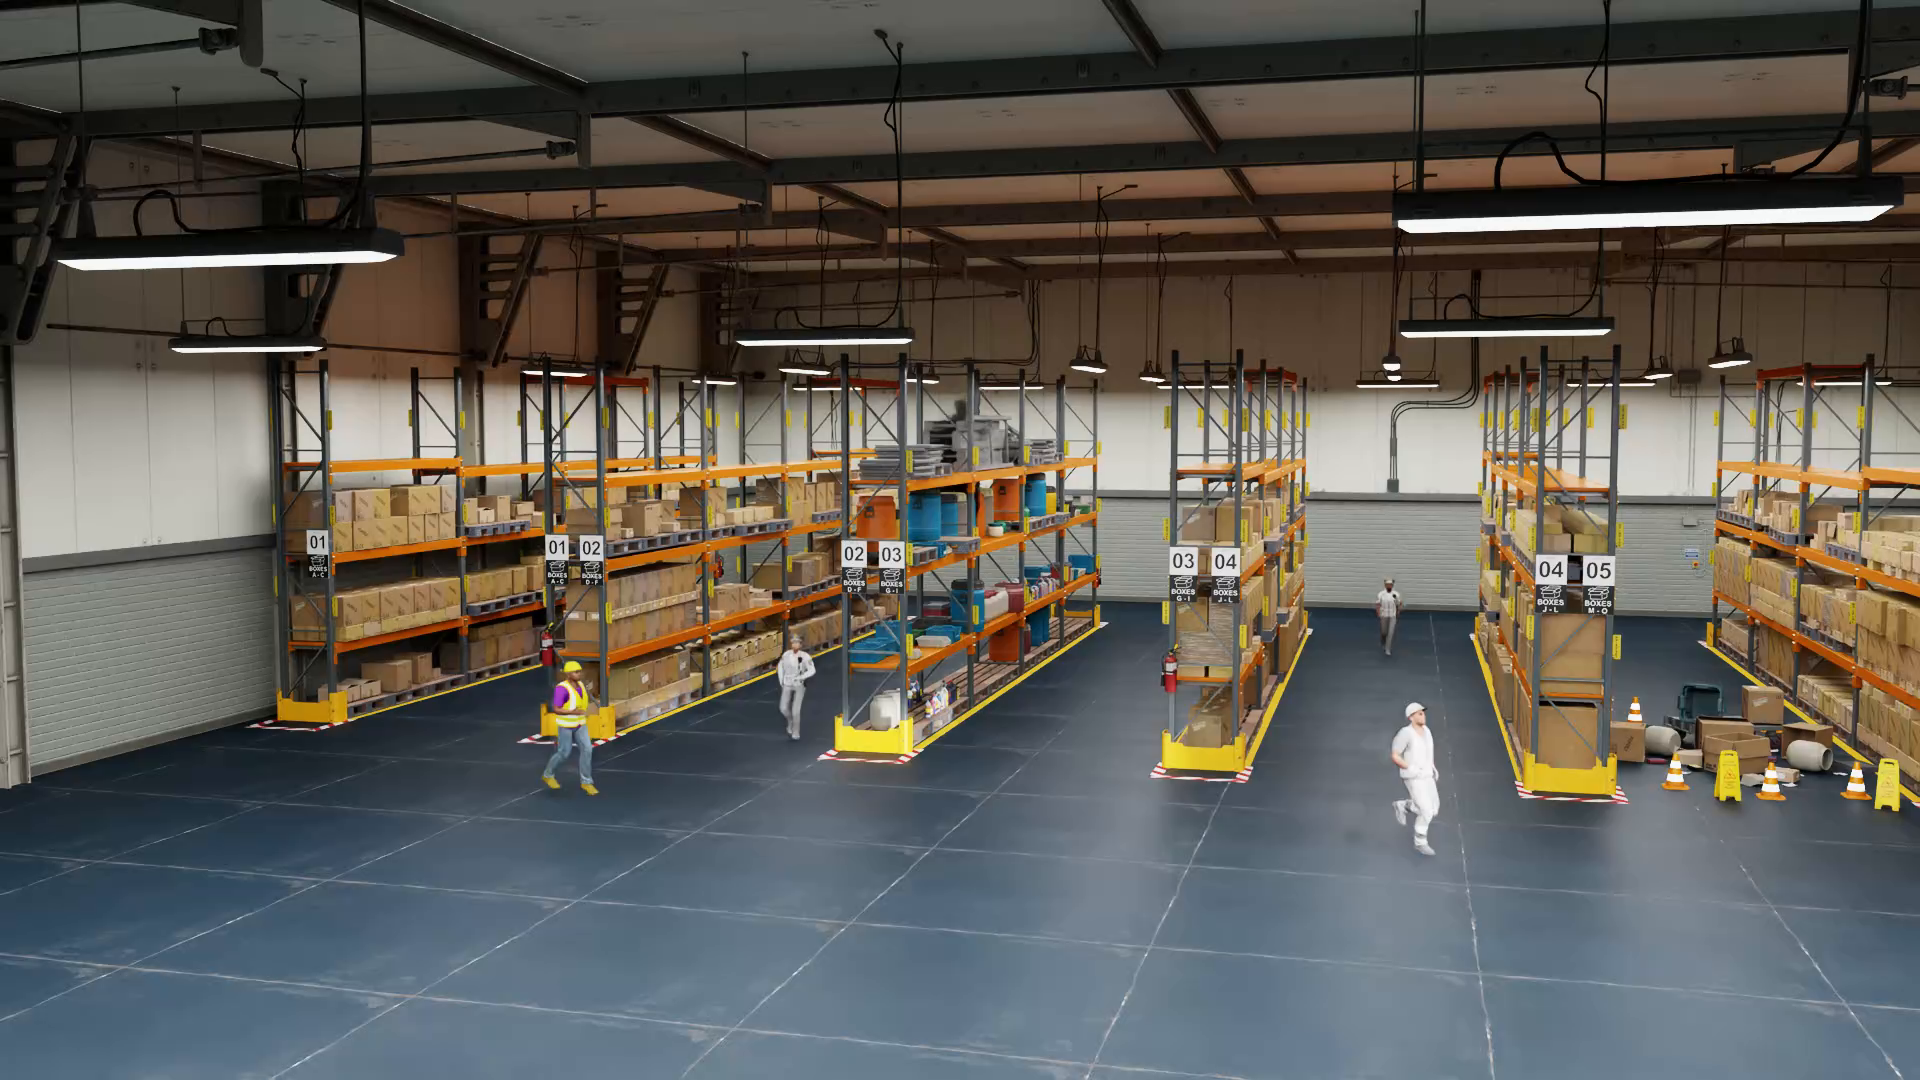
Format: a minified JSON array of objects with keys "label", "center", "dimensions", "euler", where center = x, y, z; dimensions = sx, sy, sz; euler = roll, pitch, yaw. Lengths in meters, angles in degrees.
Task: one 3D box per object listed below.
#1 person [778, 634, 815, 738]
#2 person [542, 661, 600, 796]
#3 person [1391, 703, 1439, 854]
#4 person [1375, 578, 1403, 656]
[{"label":"person","center":[-2.601,2.298,26.123],"dimensions":[0.664,1.648,0.477],"euler":[1,4,15]},{"label":"person","center":[-5.242,2.515,22.315],"dimensions":[0.874,1.803,0.644],"euler":[2,5,31]},{"label":"person","center":[5.288,2.753,19.413],"dimensions":[0.676,1.724,0.675],"euler":[-3,5,-39]},{"label":"person","center":[9.181,1.628,35.565],"dimensions":[0.592,1.650,0.631],"euler":[1,4,11]}]
